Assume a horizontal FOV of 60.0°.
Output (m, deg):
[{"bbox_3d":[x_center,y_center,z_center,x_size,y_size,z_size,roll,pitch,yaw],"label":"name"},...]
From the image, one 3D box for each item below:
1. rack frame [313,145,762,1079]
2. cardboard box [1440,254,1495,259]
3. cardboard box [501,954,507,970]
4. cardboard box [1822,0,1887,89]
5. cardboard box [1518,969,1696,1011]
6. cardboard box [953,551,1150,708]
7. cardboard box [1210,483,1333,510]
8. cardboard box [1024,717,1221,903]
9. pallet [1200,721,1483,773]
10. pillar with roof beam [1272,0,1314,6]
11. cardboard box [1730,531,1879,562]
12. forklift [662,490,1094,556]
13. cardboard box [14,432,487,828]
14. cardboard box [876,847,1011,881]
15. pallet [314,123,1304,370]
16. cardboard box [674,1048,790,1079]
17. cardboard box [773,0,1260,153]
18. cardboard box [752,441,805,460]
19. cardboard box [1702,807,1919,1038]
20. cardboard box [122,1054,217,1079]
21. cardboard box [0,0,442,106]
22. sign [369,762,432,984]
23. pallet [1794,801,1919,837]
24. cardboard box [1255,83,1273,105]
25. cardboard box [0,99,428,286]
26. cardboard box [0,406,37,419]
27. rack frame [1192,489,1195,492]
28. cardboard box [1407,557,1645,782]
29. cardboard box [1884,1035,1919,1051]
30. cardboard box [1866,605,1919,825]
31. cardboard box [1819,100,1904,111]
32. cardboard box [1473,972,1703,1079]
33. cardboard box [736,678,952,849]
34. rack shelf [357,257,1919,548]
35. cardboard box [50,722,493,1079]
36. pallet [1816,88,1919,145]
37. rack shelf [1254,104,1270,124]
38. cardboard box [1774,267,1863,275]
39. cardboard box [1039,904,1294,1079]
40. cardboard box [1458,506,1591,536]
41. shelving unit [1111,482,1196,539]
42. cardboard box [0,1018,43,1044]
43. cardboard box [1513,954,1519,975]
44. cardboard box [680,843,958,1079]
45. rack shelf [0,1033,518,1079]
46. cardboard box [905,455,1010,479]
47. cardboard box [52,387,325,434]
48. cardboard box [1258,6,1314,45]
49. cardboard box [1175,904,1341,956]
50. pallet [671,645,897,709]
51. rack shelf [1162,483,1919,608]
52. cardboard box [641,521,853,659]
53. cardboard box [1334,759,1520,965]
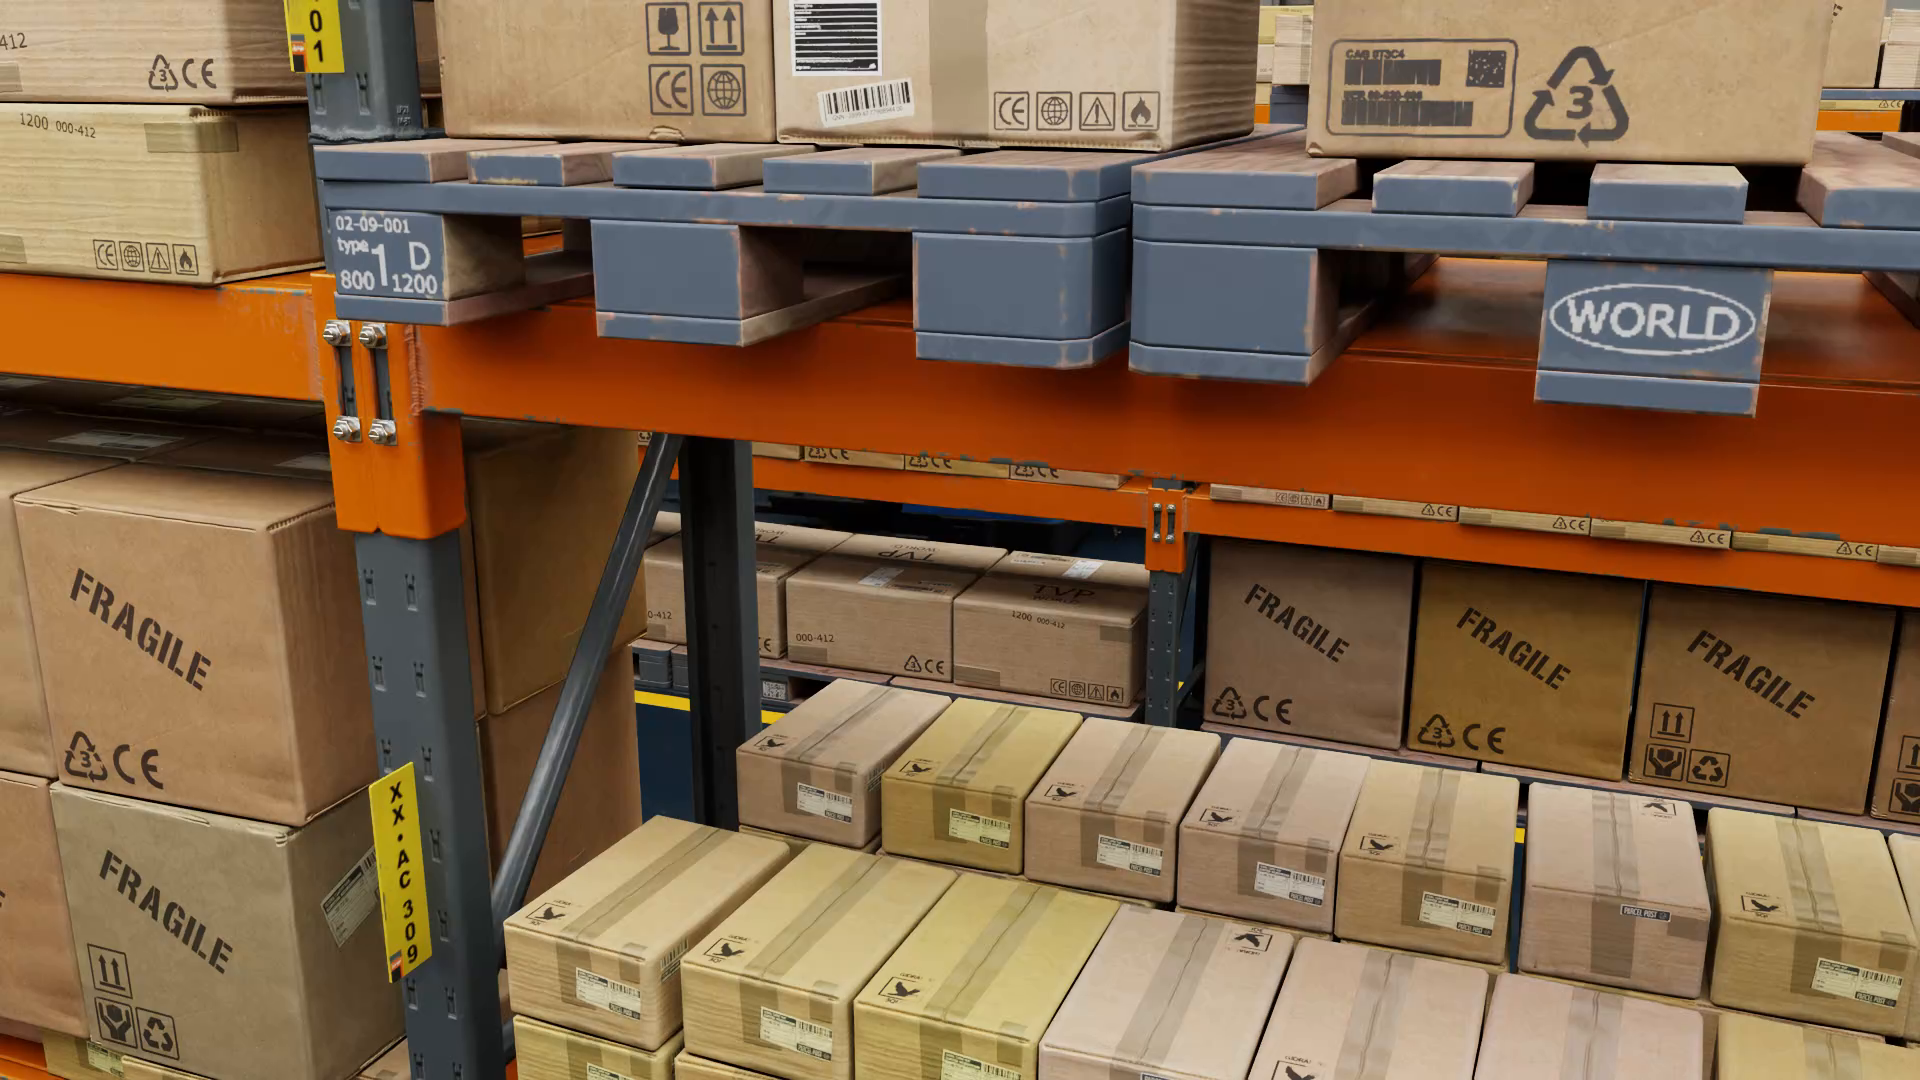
[{"bbox_3d":[-0.649,0.776,3.119,0.127,3.000,1.000,6,17,21],"label":"rack frame"},{"bbox_3d":[2.065,-1.014,7.315,0.500,0.500,0.500,7,17,22],"label":"cardboard box"},{"bbox_3d":[-0.793,0.783,3.546,0.250,0.149,0.380,7,18,23],"label":"cardboard box"},{"bbox_3d":[3.048,-1.904,6.039,0.500,0.500,0.500,6,17,21],"label":"cardboard box"},{"bbox_3d":[1.021,0.676,2.629,0.250,0.149,0.380,6,17,21],"label":"cardboard box"},{"bbox_3d":[0.528,0.419,8.193,0.875,0.438,0.875,6,17,20],"label":"cardboard box"},{"bbox_3d":[1.386,-0.332,7.207,0.500,0.250,0.500,6,17,19],"label":"cardboard box"},{"bbox_3d":[0.286,0.454,2.859,0.250,0.149,0.380,6,17,19],"label":"cardboard box"},{"bbox_3d":[1.819,0.881,7.761,1.213,0.211,1.003,6,17,21],"label":"pallet"},{"bbox_3d":[0.994,-3.875,8.381,0.400,9.000,9.100,6,17,21],"label":"pillar with roof beam"},{"bbox_3d":[3.285,-0.125,6.493,0.500,0.250,0.500,6,17,20],"label":"cardboard box"},{"bbox_3d":[-0.657,-1.465,10.961,3.031,2.935,1.130,5,17,16],"label":"forklift"},{"bbox_3d":[-1.186,0.127,2.848,0.500,0.500,0.500,6,17,19],"label":"cardboard box"},{"bbox_3d":[0.039,0.569,2.999,0.250,0.149,0.380,6,17,21],"label":"cardboard box"},{"bbox_3d":[-0.114,-0.483,2.414,1.003,0.211,1.213,6,17,21],"label":"pallet"},{"bbox_3d":[-0.210,0.738,2.415,0.250,0.149,0.380,6,17,20],"label":"cardboard box"},{"bbox_3d":[0.093,-0.679,2.157,0.500,0.311,0.500,6,17,20],"label":"cardboard box"},{"bbox_3d":[-0.887,-0.703,8.037,0.500,0.500,0.500,7,18,22],"label":"cardboard box"},{"bbox_3d":[1.259,0.561,2.492,0.250,0.149,0.380,6,17,20],"label":"cardboard box"},{"bbox_3d":[-1.280,0.930,3.039,0.250,0.149,0.380,6,17,19],"label":"cardboard box"},{"bbox_3d":[-1.172,-0.814,2.588,0.500,0.250,0.500,5,17,18],"label":"cardboard box"},{"bbox_3d":[-0.841,0.502,2.511,0.005,0.325,0.100,6,17,21],"label":"sign"},{"bbox_3d":[4.088,1.130,6.901,1.213,0.211,1.003,6,17,21],"label":"pallet"},{"bbox_3d":[2.221,-3.111,11.581,0.250,0.149,0.380,6,17,21],"label":"cardboard box"},{"bbox_3d":[-1.205,-0.572,2.654,0.500,0.250,0.500,7,17,22],"label":"cardboard box"},{"bbox_3d":[-2.139,0.020,3.219,0.500,0.500,0.500,7,18,22],"label":"cardboard box"},{"bbox_3d":[1.348,-1.061,11.505,0.015,2.100,0.400,-4,-26,-17],"label":"rack frame"},{"bbox_3d":[2.522,0.434,7.356,0.875,0.875,0.875,7,18,22],"label":"cardboard box"},{"bbox_3d":[1.497,0.729,2.447,0.250,0.149,0.380,6,17,20],"label":"cardboard box"},{"bbox_3d":[4.182,0.618,6.723,0.875,0.875,0.875,6,17,20],"label":"cardboard box"},{"bbox_3d":[5.578,-2.806,10.346,0.500,0.250,0.500,6,17,21],"label":"cardboard box"},{"bbox_3d":[0.752,0.701,2.008,0.250,0.149,0.380,7,18,23],"label":"cardboard box"},{"bbox_3d":[-0.204,0.400,3.046,0.250,0.149,0.380,7,18,23],"label":"cardboard box"},{"bbox_3d":[1.211,-0.114,2.097,4.000,0.370,1.077,6,17,21],"label":"rack shelf"},{"bbox_3d":[-1.203,0.609,2.982,0.500,0.500,0.500,6,17,21],"label":"cardboard box"},{"bbox_3d":[3.134,-1.624,6.347,1.213,0.211,1.003,7,18,23],"label":"pallet"},{"bbox_3d":[1.030,-3.105,12.400,4.000,0.370,1.077,6,17,21],"label":"rack shelf"},{"bbox_3d":[3.484,-0.856,6.769,0.500,0.500,0.500,7,18,22],"label":"cardboard box"},{"bbox_3d":[0.279,0.649,2.187,0.250,0.149,0.380,6,17,20],"label":"cardboard box"},{"bbox_3d":[2.338,-0.223,6.831,0.500,0.250,0.500,6,17,20],"label":"cardboard box"},{"bbox_3d":[1.114,-1.043,11.435,0.503,2.100,0.431,-4,-26,-17],"label":"shelving unit"},{"bbox_3d":[-1.722,0.843,3.339,0.250,0.149,0.380,6,17,19],"label":"cardboard box"},{"bbox_3d":[1.006,0.817,2.676,0.250,0.149,0.380,7,18,23],"label":"cardboard box"},{"bbox_3d":[-0.190,0.596,2.370,0.250,0.149,0.380,7,18,22],"label":"cardboard box"},{"bbox_3d":[-2.510,0.917,3.924,4.000,0.370,1.077,6,17,21],"label":"rack shelf"},{"bbox_3d":[0.067,-0.598,7.675,0.500,0.500,0.500,6,17,19],"label":"cardboard box"},{"bbox_3d":[-1.467,-0.053,3.470,0.500,0.500,0.500,6,17,19],"label":"cardboard box"},{"bbox_3d":[2.333,-3.546,11.467,0.500,0.250,0.500,6,17,21],"label":"cardboard box"},{"bbox_3d":[0.525,0.622,2.816,0.250,0.149,0.380,6,17,19],"label":"cardboard box"},{"bbox_3d":[-0.744,0.599,8.732,1.213,0.211,1.003,6,17,21],"label":"pallet"},{"bbox_3d":[2.934,0.032,6.973,4.000,0.370,1.077,6,17,21],"label":"rack shelf"},{"bbox_3d":[-1.143,0.235,8.827,0.875,0.438,0.875,7,18,22],"label":"cardboard box"},{"bbox_3d":[0.758,0.507,2.677,0.250,0.149,0.380,6,17,19],"label":"cardboard box"}]
